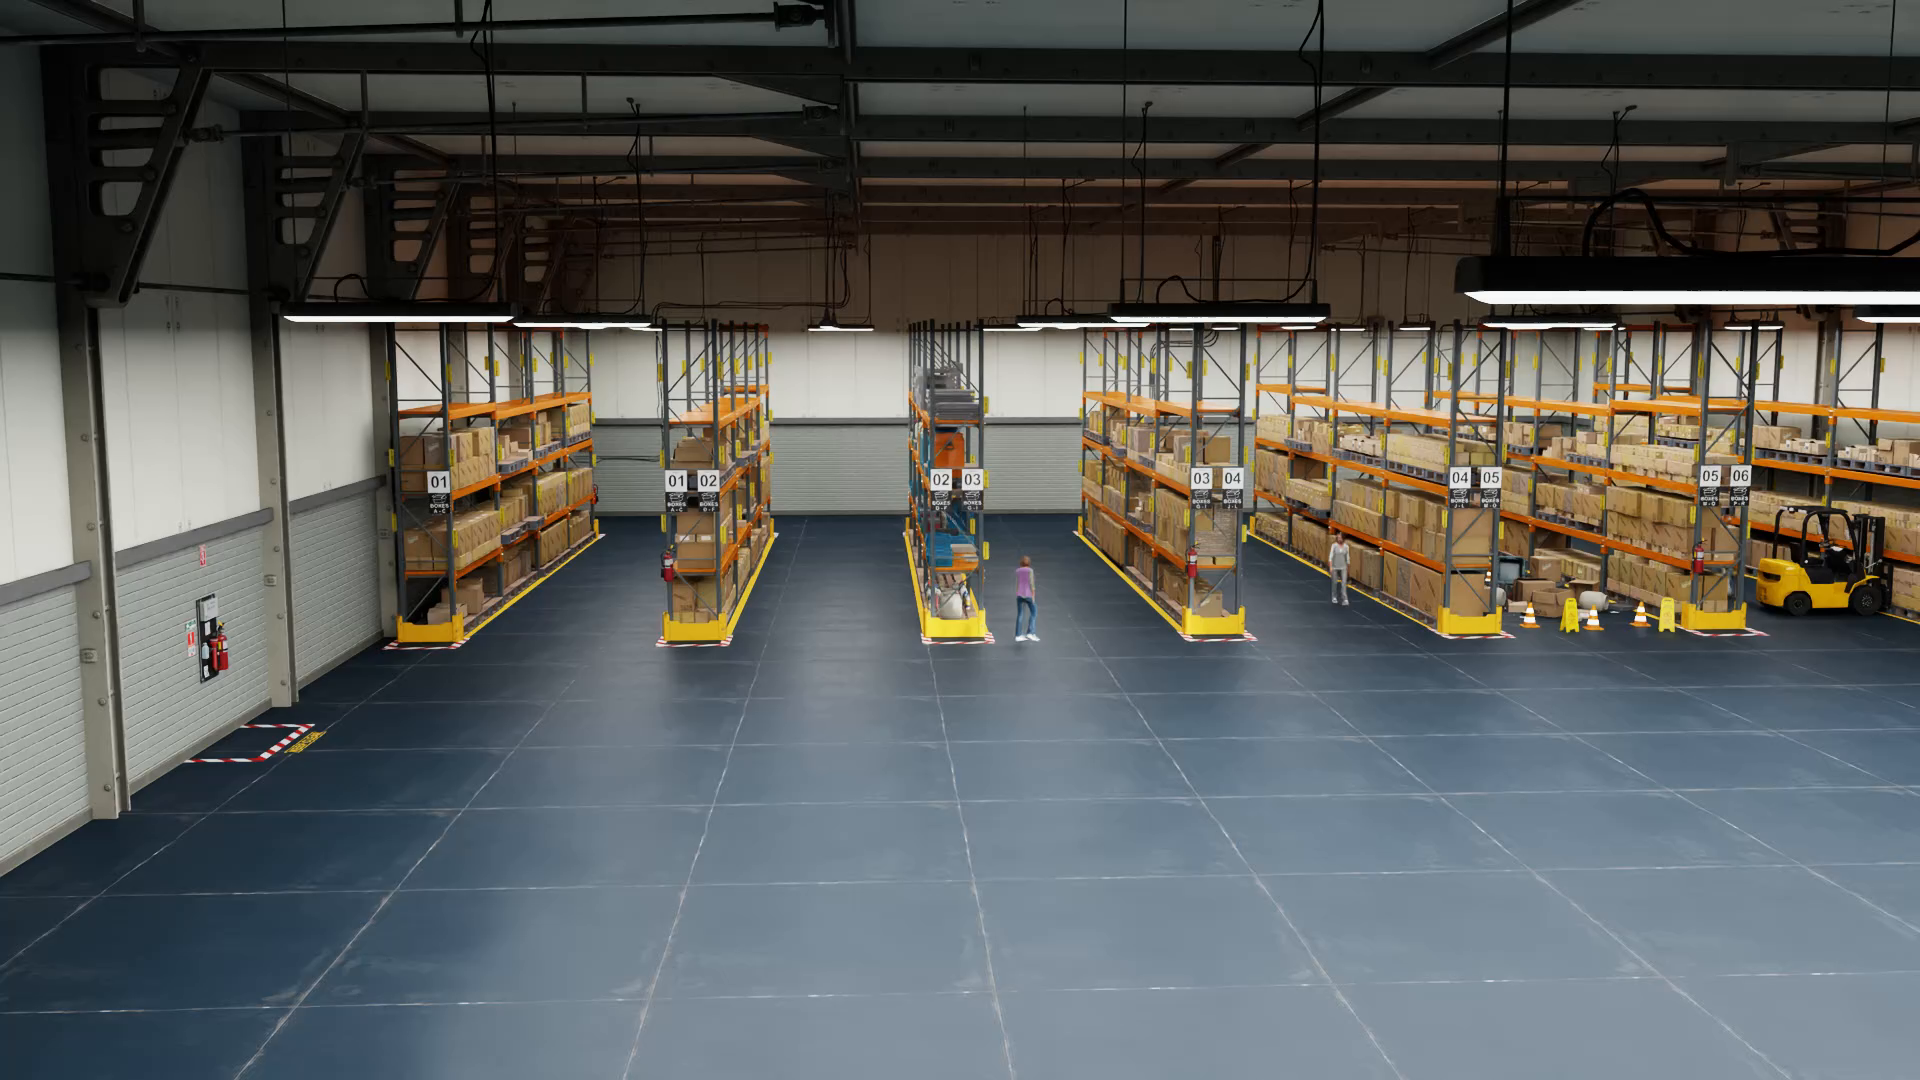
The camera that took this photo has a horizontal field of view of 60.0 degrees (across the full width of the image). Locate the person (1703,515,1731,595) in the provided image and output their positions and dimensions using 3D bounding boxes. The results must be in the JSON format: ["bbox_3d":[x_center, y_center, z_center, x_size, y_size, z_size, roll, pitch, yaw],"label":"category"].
[{"bbox_3d":[16.689,0.313,36.747,0.648,1.773,0.599,-2,7,-14],"label":"person"}]

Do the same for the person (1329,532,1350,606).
[{"bbox_3d":[8.016,0.609,35.111,0.450,1.545,0.952,1,7,9],"label":"person"}]

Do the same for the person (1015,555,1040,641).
[{"bbox_3d":[1.191,1.110,31.149,0.486,1.617,0.496,5,9,36],"label":"person"}]
